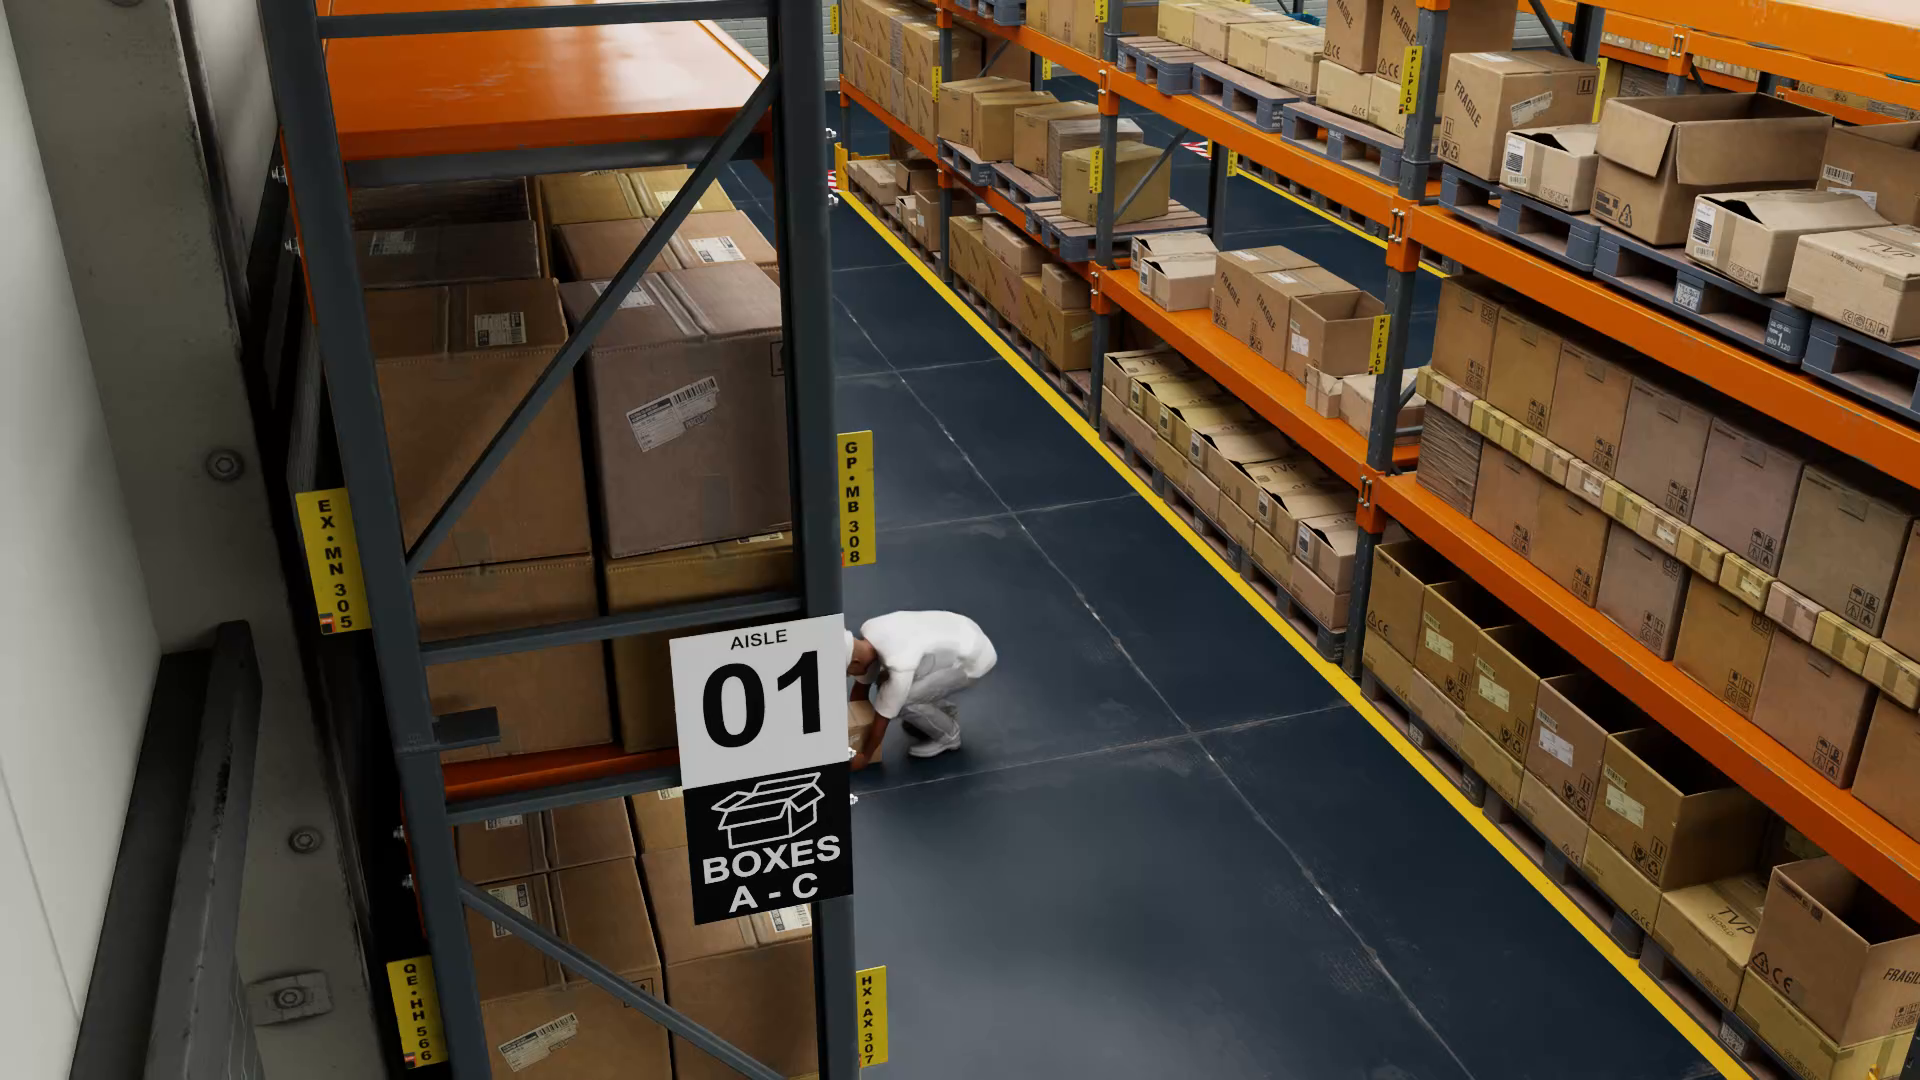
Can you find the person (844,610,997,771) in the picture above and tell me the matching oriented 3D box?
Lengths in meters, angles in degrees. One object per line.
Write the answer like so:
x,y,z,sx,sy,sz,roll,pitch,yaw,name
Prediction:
-0.278,0.776,8.888,0.963,0.806,0.528,-9,28,-17,person
